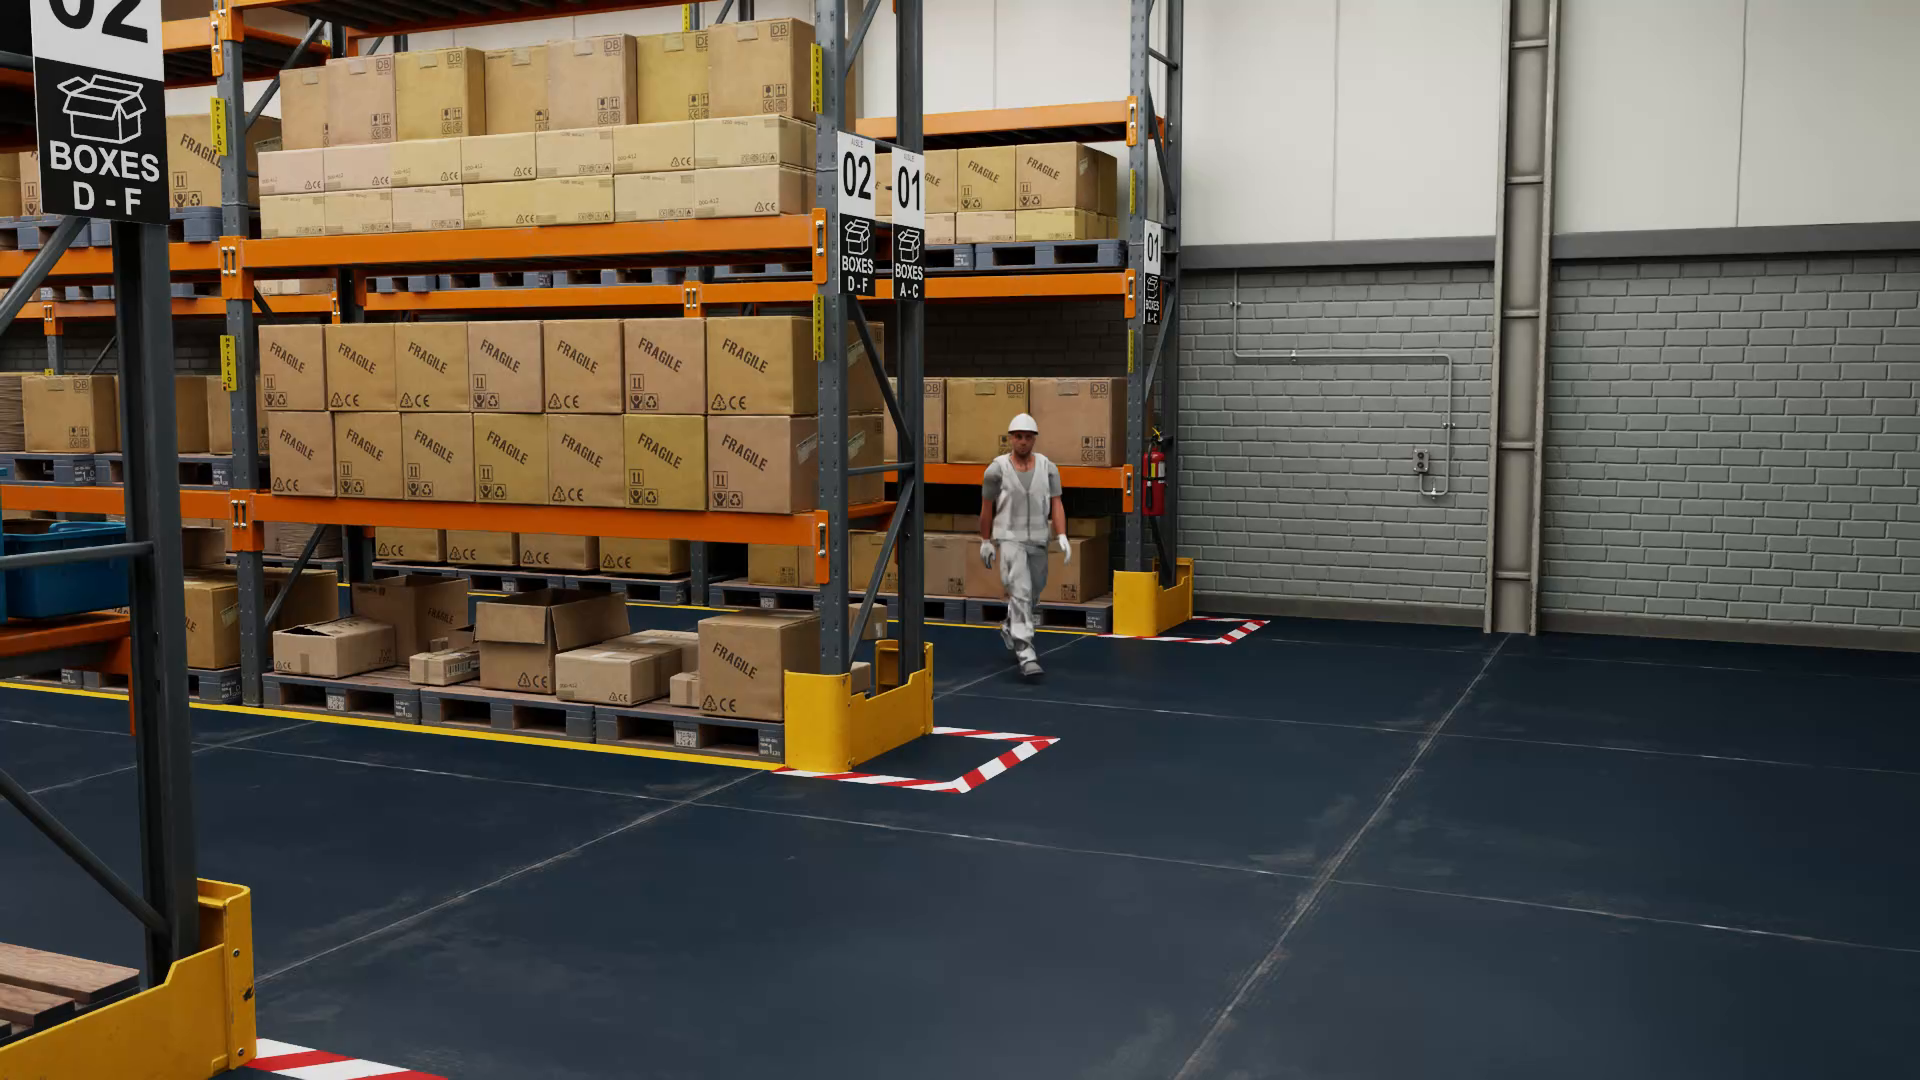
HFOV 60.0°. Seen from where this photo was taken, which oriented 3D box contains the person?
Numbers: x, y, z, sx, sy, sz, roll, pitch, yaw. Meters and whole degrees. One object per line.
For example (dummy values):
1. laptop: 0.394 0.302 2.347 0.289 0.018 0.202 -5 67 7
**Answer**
1. person: 0.419 0.013 11.264 0.541 1.737 1.110 -2 6 -19
